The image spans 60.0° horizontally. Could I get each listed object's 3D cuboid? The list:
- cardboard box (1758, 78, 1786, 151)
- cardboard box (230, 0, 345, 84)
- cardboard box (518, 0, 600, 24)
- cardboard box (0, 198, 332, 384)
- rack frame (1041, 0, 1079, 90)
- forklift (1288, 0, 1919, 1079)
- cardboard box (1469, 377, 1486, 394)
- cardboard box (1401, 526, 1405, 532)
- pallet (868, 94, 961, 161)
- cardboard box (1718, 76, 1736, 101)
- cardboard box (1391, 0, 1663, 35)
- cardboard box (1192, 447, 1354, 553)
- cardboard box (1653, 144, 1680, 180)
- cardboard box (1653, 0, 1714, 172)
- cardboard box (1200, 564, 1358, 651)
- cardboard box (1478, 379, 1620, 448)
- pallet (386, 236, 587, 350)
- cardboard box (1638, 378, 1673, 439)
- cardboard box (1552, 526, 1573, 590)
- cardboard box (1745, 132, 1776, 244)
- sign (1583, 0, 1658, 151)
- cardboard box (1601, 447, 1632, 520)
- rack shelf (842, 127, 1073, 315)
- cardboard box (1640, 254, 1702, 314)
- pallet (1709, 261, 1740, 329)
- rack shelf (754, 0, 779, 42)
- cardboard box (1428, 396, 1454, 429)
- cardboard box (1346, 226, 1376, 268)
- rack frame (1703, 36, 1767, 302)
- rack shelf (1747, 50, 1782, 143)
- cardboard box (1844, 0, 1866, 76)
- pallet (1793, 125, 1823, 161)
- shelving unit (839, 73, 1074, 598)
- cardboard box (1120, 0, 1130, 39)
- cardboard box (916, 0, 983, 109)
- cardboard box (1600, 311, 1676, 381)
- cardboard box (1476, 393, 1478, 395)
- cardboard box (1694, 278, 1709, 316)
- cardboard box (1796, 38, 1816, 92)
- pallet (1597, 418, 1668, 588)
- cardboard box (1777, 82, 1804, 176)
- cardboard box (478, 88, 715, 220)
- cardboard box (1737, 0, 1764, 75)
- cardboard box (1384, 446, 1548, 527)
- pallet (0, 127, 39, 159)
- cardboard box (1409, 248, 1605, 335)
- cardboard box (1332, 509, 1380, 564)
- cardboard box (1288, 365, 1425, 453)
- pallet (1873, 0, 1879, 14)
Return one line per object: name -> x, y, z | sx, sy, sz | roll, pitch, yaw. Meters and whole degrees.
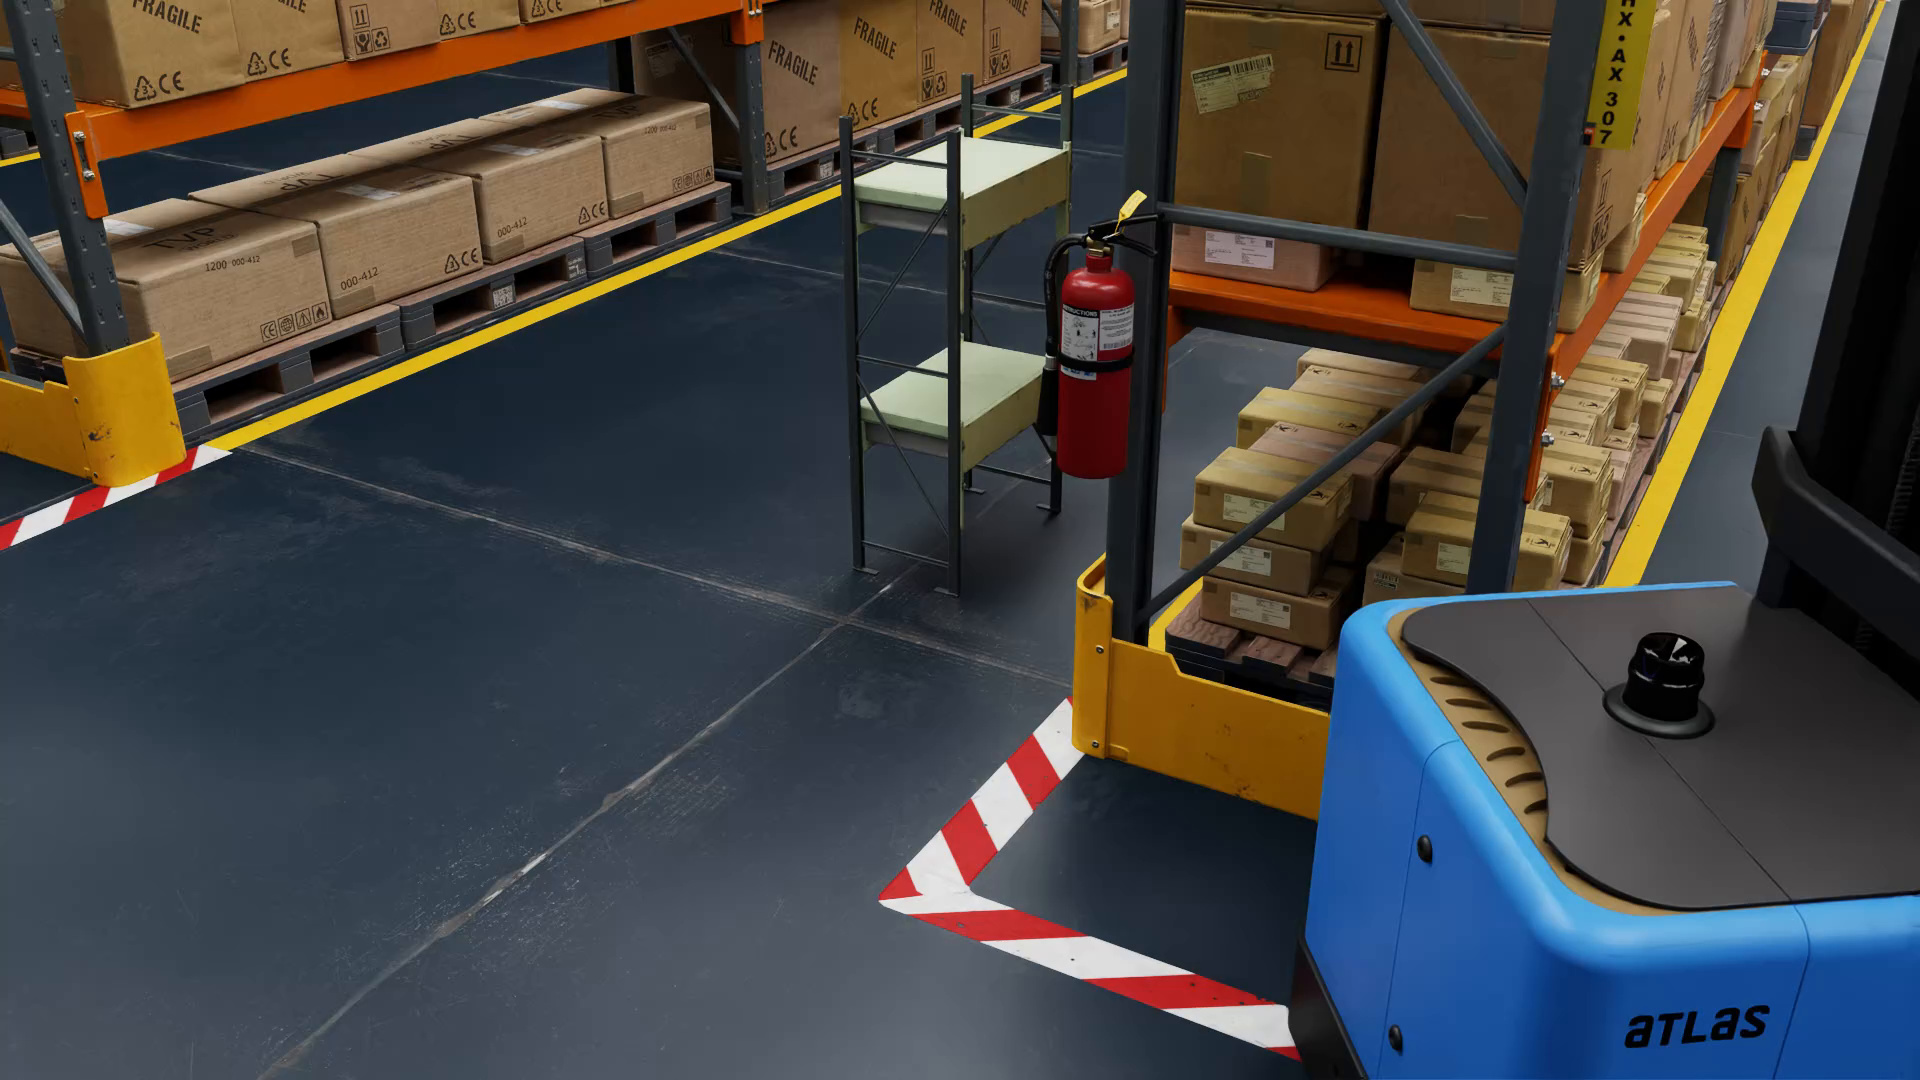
cardboard box -> 3.663, -2.079, 8.039 | 0.500, 0.250, 0.500 | 15, 30, 27
cardboard box -> -2.806, -2.100, 6.482 | 0.500, 0.500, 0.500 | 14, 30, 25
cardboard box -> -2.038, -2.694, 7.668 | 0.500, 0.500, 0.500 | 14, 30, 25
cardboard box -> -3.279, -1.049, 6.888 | 0.875, 0.438, 0.875 | 13, 29, 24
rack frame -> 0.419, -4.846, 12.079 | 1.000, 3.000, 0.127 | 14, 30, 26
forklift -> 2.250, -0.101, 2.678 | 3.031, 2.935, 1.130 | -3, 27, -6
cardboard box -> 1.748, -0.563, 6.240 | 0.380, 0.149, 0.250 | 13, 30, 25
cardboard box -> 1.273, -0.147, 5.408 | 0.380, 0.149, 0.250 | 15, 30, 27
pallet -> -0.636, -2.834, 11.177 | 1.003, 0.211, 1.213 | 14, 30, 26
cardboard box -> 2.658, -1.746, 6.167 | 0.380, 0.149, 0.250 | 15, 30, 28
cardboard box -> 1.294, -1.419, 3.672 | 0.500, 0.500, 0.500 | 14, 30, 26
cardboard box -> 0.882, -0.118, 4.687 | 0.380, 0.149, 0.250 | 15, 30, 27
cardboard box -> 2.010, -1.238, 5.153 | 0.380, 0.149, 0.250 | 15, 30, 28
cardboard box -> 1.797, -1.371, 4.695 | 0.500, 0.500, 0.500 | 15, 30, 27
cardboard box -> 0.920, 0.159, 4.798 | 0.380, 0.149, 0.250 | 15, 30, 27
cardboard box -> 1.857, -0.410, 5.270 | 0.380, 0.149, 0.250 | 15, 30, 28
pallet -> -2.591, -1.283, 8.078 | 1.003, 0.211, 1.213 | 14, 30, 26
cardboard box -> 2.405, -0.518, 6.149 | 0.380, 0.149, 0.250 | 14, 30, 26
cardboard box -> 1.507, 0.035, 4.713 | 0.380, 0.149, 0.250 | 14, 30, 26
cardboard box -> 3.663, -1.742, 8.203 | 0.500, 0.500, 0.500 | 16, 31, 28
sign -> 1.315, -0.945, 3.320 | 0.100, 0.325, 0.005 | 14, 30, 26
cardboard box -> 2.015, -0.216, 5.546 | 0.380, 0.149, 0.250 | 13, 29, 24
rack shelf -> 0.003, -1.022, 5.245 | 0.431, 0.370, 0.720 | 14, 30, 26
cardboard box -> 2.654, -1.012, 6.472 | 0.380, 0.149, 0.250 | 14, 30, 26
pallet -> 3.192, -1.293, 8.097 | 1.003, 0.211, 1.213 | 14, 30, 26
rack shelf -> -0.565, -3.745, 10.683 | 1.077, 0.370, 4.000 | 14, 30, 26
cardboard box -> 1.493, -0.495, 5.772 | 0.380, 0.149, 0.250 | 16, 31, 29
cardboard box -> 0.912, -0.843, 4.363 | 0.380, 0.149, 0.250 | 14, 30, 26
rack frame -> 2.810, -2.236, 6.866 | 1.000, 3.000, 0.127 | 14, 30, 26
rack shelf -> 3.794, -2.694, 8.584 | 1.077, 0.370, 4.000 | 14, 30, 26
cardboard box -> 6.041, -3.899, 12.232 | 1.050, 0.750, 0.750 | 14, 30, 26
pallet -> 5.231, -2.839, 11.185 | 1.003, 0.211, 1.213 | 14, 30, 26
shelving unit -> 0.003, -0.673, 5.419 | 0.431, 1.500, 0.755 | 14, 30, 26
cardboard box -> 1.061, -4.366, 13.587 | 0.950, 0.372, 0.625 | 14, 30, 25
cardboard box -> -0.436, -3.486, 11.267 | 0.875, 0.875, 0.875 | 15, 30, 27
cardboard box -> 2.284, -0.695, 5.838 | 0.380, 0.149, 0.250 | 13, 29, 24
cardboard box -> 1.917, -0.395, 5.572 | 0.380, 0.149, 0.250 | 16, 31, 29
cardboard box -> 2.810, -0.981, 6.742 | 0.380, 0.149, 0.250 | 13, 29, 24
cardboard box -> 4.431, -2.677, 9.232 | 0.500, 0.250, 0.500 | 15, 30, 27
pallet -> 1.911, -0.242, 5.998 | 1.003, 0.211, 1.213 | 14, 30, 26
cardboard box -> 4.423, -2.349, 9.416 | 0.500, 0.500, 0.500 | 16, 31, 28
cardboard box -> -1.952, -2.108, 9.003 | 0.875, 0.438, 0.875 | 14, 30, 25
cardboard box -> 2.562, -1.961, 5.873 | 0.500, 0.500, 0.500 | 13, 30, 25
cardboard box -> 1.427, -0.120, 4.689 | 0.380, 0.149, 0.250 | 15, 30, 27
pallet -> -6.211, -2.864, 11.236 | 1.003, 0.211, 1.213 | 14, 30, 26
cardboard box -> 1.287, -0.619, 3.916 | 0.380, 0.149, 0.250 | 14, 30, 26
cardboard box -> 1.029, -0.082, 4.946 | 0.380, 0.149, 0.250 | 13, 30, 25
cardboard box -> 1.255, -0.420, 5.288 | 0.380, 0.149, 0.250 | 13, 29, 24
pallet -> 8.388, -5.337, 16.176 | 1.003, 0.211, 1.213 | 14, 30, 26
